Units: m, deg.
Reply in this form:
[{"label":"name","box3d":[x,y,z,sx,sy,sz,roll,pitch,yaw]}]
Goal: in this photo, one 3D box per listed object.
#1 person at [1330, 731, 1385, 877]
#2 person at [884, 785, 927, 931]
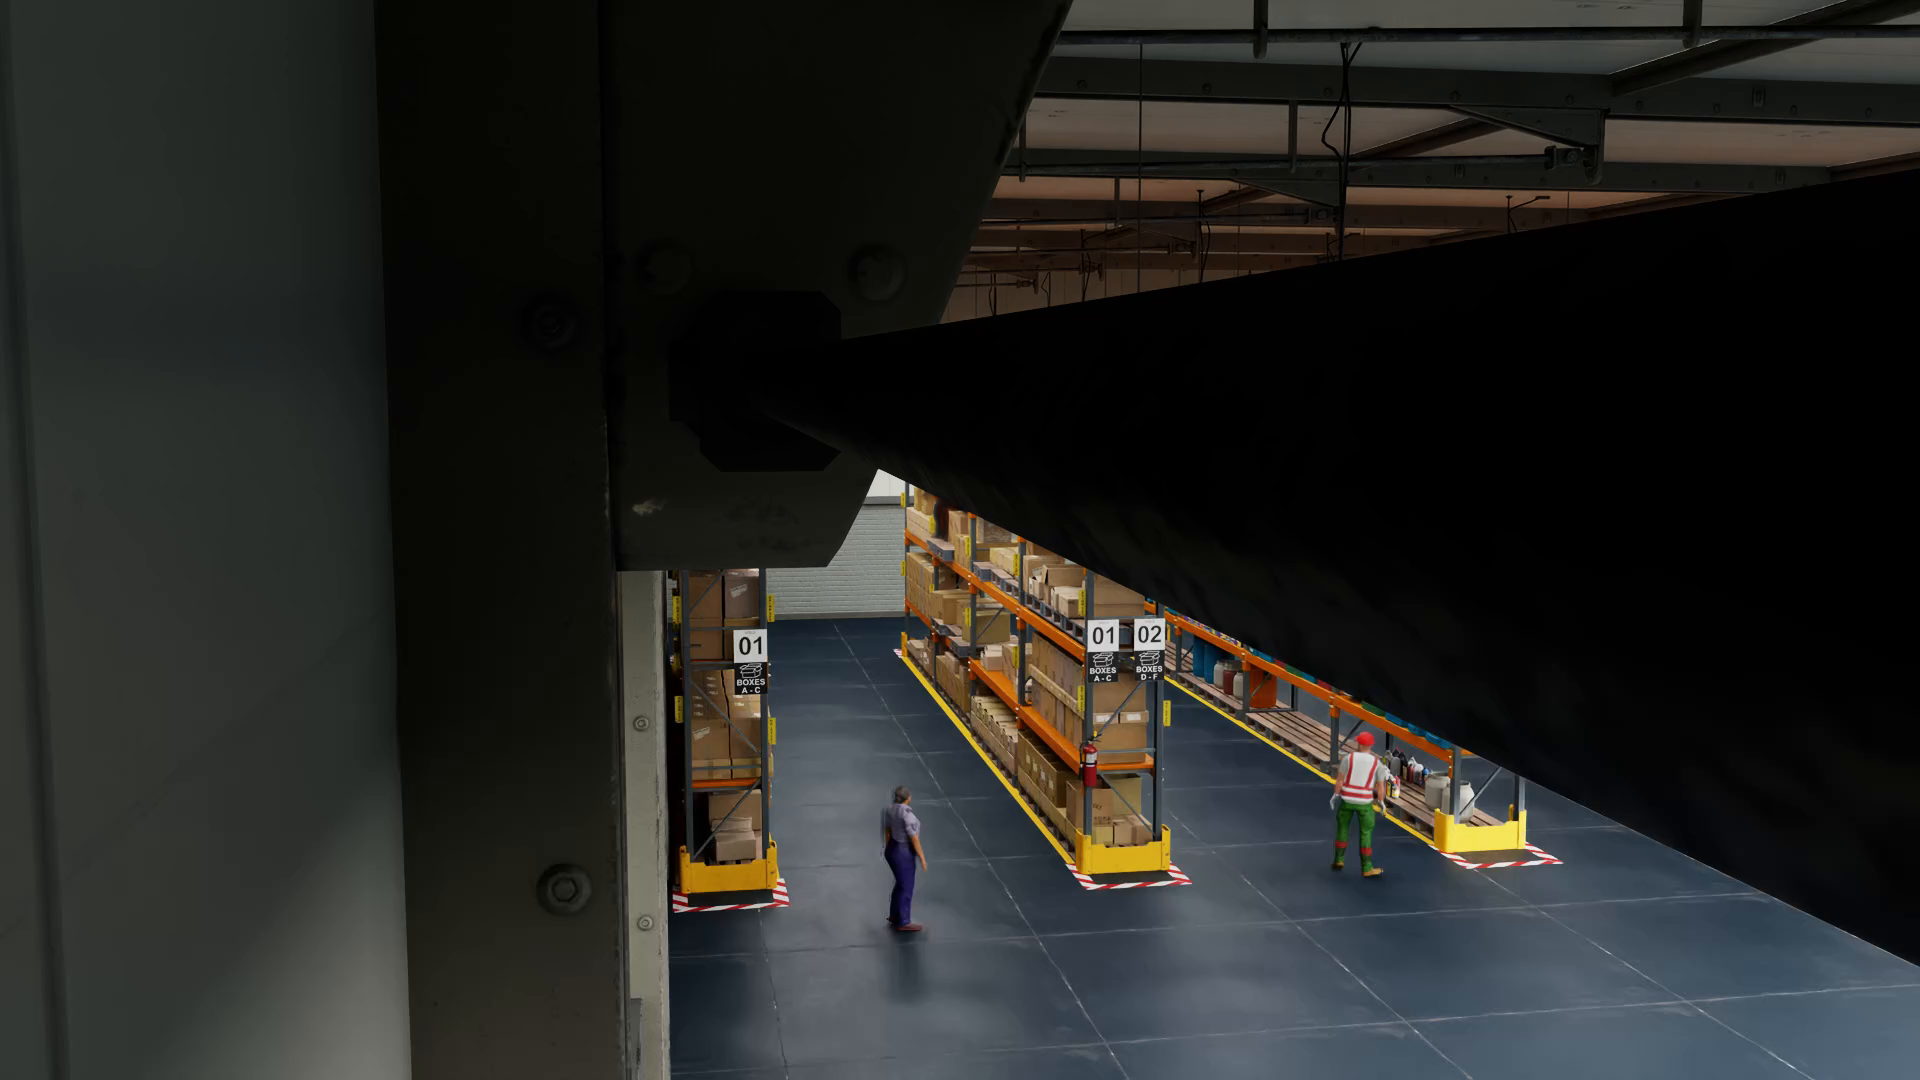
[{"label":"person","box3d":[4.975,3.295,20.870,0.672,1.820,0.524,3,7,27]},{"label":"person","box3d":[-0.627,3.607,18.765,0.389,1.722,0.529,-3,6,-24]}]
